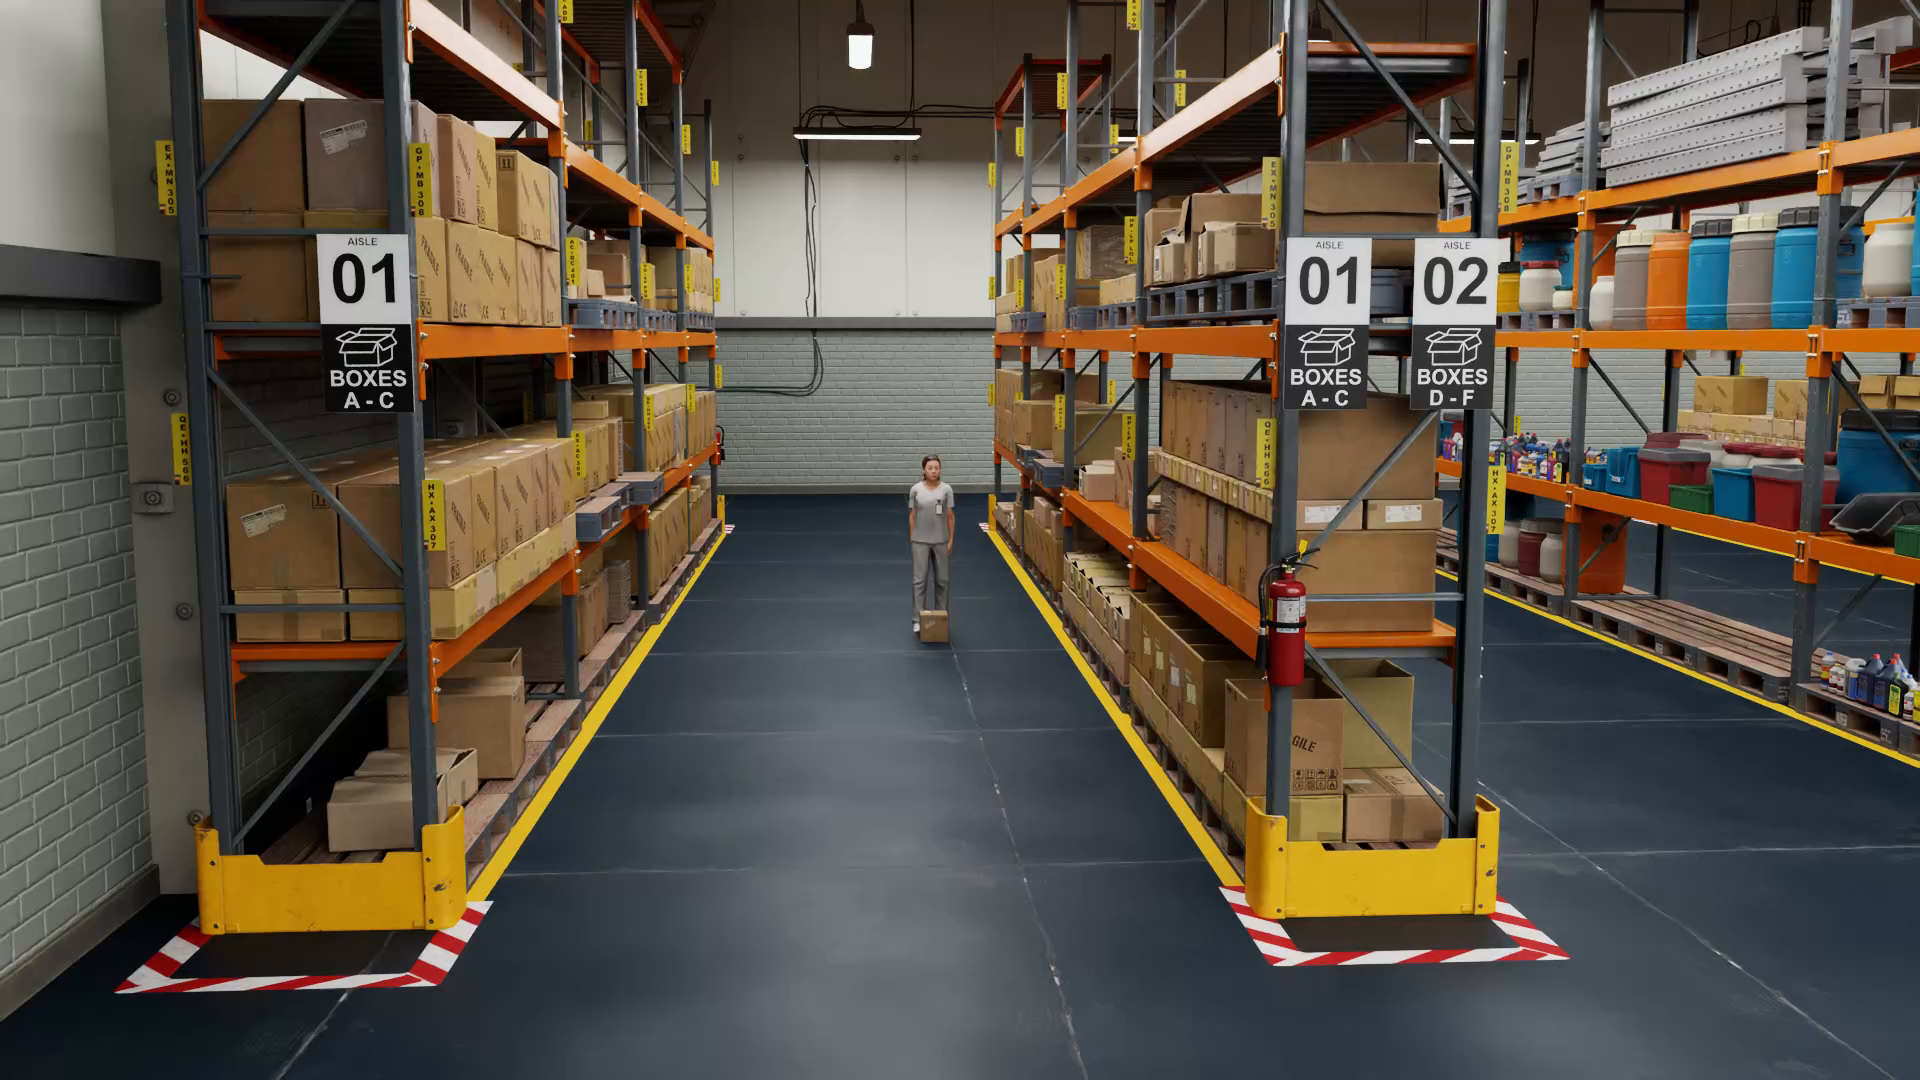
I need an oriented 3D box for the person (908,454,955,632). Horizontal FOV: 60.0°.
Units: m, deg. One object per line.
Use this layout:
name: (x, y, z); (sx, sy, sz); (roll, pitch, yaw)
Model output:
person: (-0.264, 0.033, 15.570); (0.437, 1.681, 0.363); (0, 7, -2)
